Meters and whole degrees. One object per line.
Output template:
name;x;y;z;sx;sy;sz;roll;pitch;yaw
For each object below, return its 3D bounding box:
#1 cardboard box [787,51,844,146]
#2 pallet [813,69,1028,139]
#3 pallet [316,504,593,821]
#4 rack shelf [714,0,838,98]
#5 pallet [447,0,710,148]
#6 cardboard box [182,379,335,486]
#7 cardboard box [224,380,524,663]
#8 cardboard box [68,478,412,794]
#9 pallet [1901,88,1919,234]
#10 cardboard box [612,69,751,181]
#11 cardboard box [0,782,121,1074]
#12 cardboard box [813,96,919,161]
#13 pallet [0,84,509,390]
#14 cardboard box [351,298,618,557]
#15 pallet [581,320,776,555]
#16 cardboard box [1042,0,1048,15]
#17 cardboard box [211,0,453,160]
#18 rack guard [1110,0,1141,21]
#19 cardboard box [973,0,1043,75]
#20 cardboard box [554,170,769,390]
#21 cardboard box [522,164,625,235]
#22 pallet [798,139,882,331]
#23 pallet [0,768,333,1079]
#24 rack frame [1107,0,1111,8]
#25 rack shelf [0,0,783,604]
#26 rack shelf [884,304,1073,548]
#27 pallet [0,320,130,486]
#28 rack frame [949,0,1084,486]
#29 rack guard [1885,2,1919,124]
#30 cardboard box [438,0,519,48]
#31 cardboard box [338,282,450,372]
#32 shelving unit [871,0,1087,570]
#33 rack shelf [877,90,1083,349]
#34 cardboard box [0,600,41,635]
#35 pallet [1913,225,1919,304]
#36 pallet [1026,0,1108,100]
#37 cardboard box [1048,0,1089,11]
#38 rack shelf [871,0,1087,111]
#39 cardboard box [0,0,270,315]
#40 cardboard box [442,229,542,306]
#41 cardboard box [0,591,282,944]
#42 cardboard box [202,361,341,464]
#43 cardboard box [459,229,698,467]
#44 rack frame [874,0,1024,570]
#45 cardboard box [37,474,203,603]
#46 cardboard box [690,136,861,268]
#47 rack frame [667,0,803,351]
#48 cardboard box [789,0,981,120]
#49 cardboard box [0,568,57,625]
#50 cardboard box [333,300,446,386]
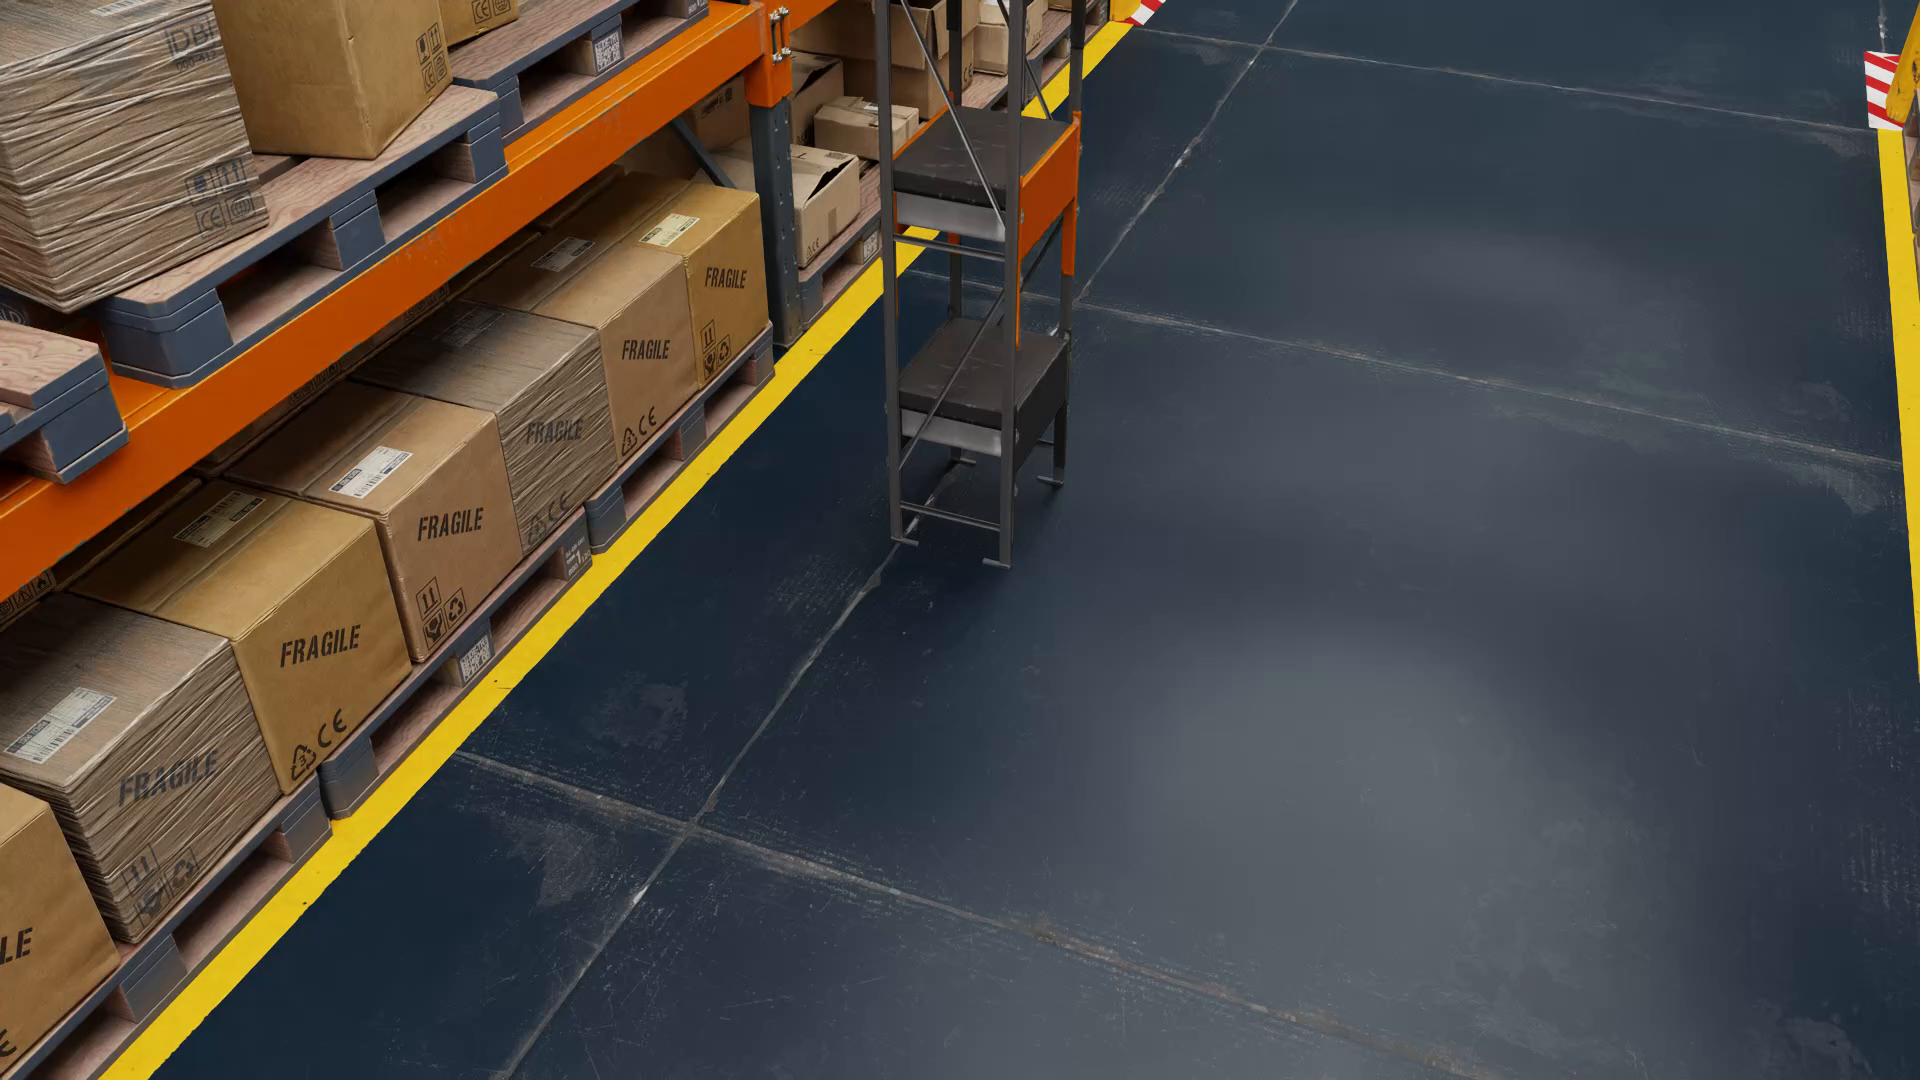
cardboard box;-0.838;-1.949;7.230;0.500;0.311;0.500;14;39;18
pallet;-0.353;-1.995;7.743;1.003;0.211;1.213;14;39;18
pallet;-1.816;0.199;4.807;1.003;0.211;1.213;14;39;18
rack shelf;-0.317;-2.874;7.190;1.077;0.370;4.000;14;39;18
pallet;-1.483;-1.560;4.992;1.003;0.211;1.213;14;39;18
cardboard box;-2.070;-0.164;4.685;0.500;0.500;0.500;12;39;16
cardboard box;-1.580;-0.059;4.544;0.500;0.500;0.500;13;39;16
cardboard box;-1.773;0.231;4.156;0.500;0.500;0.500;13;39;17
pallet;4.673;-1.574;7.179;1.003;0.211;1.213;14;39;18
cardboard box;-1.124;-1.609;6.618;0.500;0.500;0.500;14;39;18
cardboard box;-2.163;0.798;3.397;0.500;0.500;0.500;15;39;20
cardboard box;-0.399;-1.760;7.098;0.380;0.166;0.250;14;39;18
pallet;-1.865;-0.841;4.029;1.003;0.211;1.213;14;39;18
cardboard box;-1.388;-0.342;4.922;0.500;0.500;0.500;14;39;18
pallet;-1.353;-0.478;5.714;1.003;0.211;1.213;14;39;18
cardboard box;0.227;-2.749;8.422;0.380;0.166;0.250;14;39;18
cardboard box;-1.693;-1.270;4.010;0.700;0.500;0.500;5;37;6
rack guard;0.415;-3.226;9.148;1.175;0.500;0.348;14;39;18
cardboard box;0.075;-2.468;7.975;0.500;0.250;0.500;14;39;18
cardboard box;-1.001;-0.891;5.657;0.500;0.500;0.500;14;39;17
cardboard box;-1.488;-1.017;5.826;0.500;0.500;0.500;12;38;16
pallet;-0.816;-1.317;6.836;1.003;0.211;1.213;14;39;18
pallet;-2.281;0.872;3.906;1.003;0.211;1.213;14;39;18
rack frame;0.444;-4.269;8.456;1.000;3.000;0.127;14;39;18
rack shelf;-1.839;-0.659;4.227;1.077;0.370;4.000;14;39;18
rack shelf;0.063;-0.361;5.171;0.431;0.518;0.480;14;39;18
pallet;-2.407;-0.154;3.111;1.213;0.211;1.003;14;39;18
rack frame;0.156;-1.068;4.925;0.400;2.100;0.015;14;39;18
rack guard;5.020;-2.154;7.714;1.175;0.500;0.348;14;39;18
cardboard box;-1.668;-1.656;4.526;0.700;0.500;0.500;20;41;25
cardboard box;-1.868;-0.764;4.860;0.500;0.250;0.500;14;39;18
shelving unit;0.063;-0.933;4.744;0.431;2.100;0.503;14;39;18
rack shelf;0.063;-0.922;4.752;0.431;0.518;0.480;14;39;18
cardboard box;-2.462;0.414;3.911;0.500;0.500;0.500;15;39;20
pallet;4.208;-0.901;6.279;1.003;0.211;1.213;14;39;18
pallet;0.112;-2.668;8.644;1.003;0.211;1.213;14;39;18
cardboard box;0.465;-3.087;8.595;0.500;0.500;0.500;14;39;18
rack shelf;0.063;-1.482;4.333;0.431;0.518;0.480;14;39;18
cardboard box;-1.940;-0.885;3.495;0.700;0.500;0.500;21;42;26
cardboard box;-1.680;-0.719;5.427;0.500;0.500;0.500;14;39;18
cardboard box;-1.969;0.507;3.786;0.500;0.500;0.500;12;39;16
cardboard box;-2.059;-0.486;4.489;0.500;0.250;0.500;13;39;17
cardboard box;-1.197;-0.619;5.293;0.500;0.500;0.500;14;39;18
rack frame;-0.030;-0.798;4.563;0.400;2.100;0.015;14;39;18
cardboard box;-2.264;0.128;4.294;0.500;0.500;0.500;12;39;16
cardboard box;-0.719;-1.337;6.411;0.500;0.311;0.500;14;39;18
rack frame;-1.078;-2.054;5.493;1.000;3.000;0.127;14;39;18
cardboard box;-0.368;-2.272;7.502;0.797;0.503;0.637;14;39;18
cardboard box;-2.444;0.082;3.730;0.500;0.250;0.500;15;39;19
cardboard box;-1.877;-0.444;5.059;0.500;0.500;0.500;14;39;18
